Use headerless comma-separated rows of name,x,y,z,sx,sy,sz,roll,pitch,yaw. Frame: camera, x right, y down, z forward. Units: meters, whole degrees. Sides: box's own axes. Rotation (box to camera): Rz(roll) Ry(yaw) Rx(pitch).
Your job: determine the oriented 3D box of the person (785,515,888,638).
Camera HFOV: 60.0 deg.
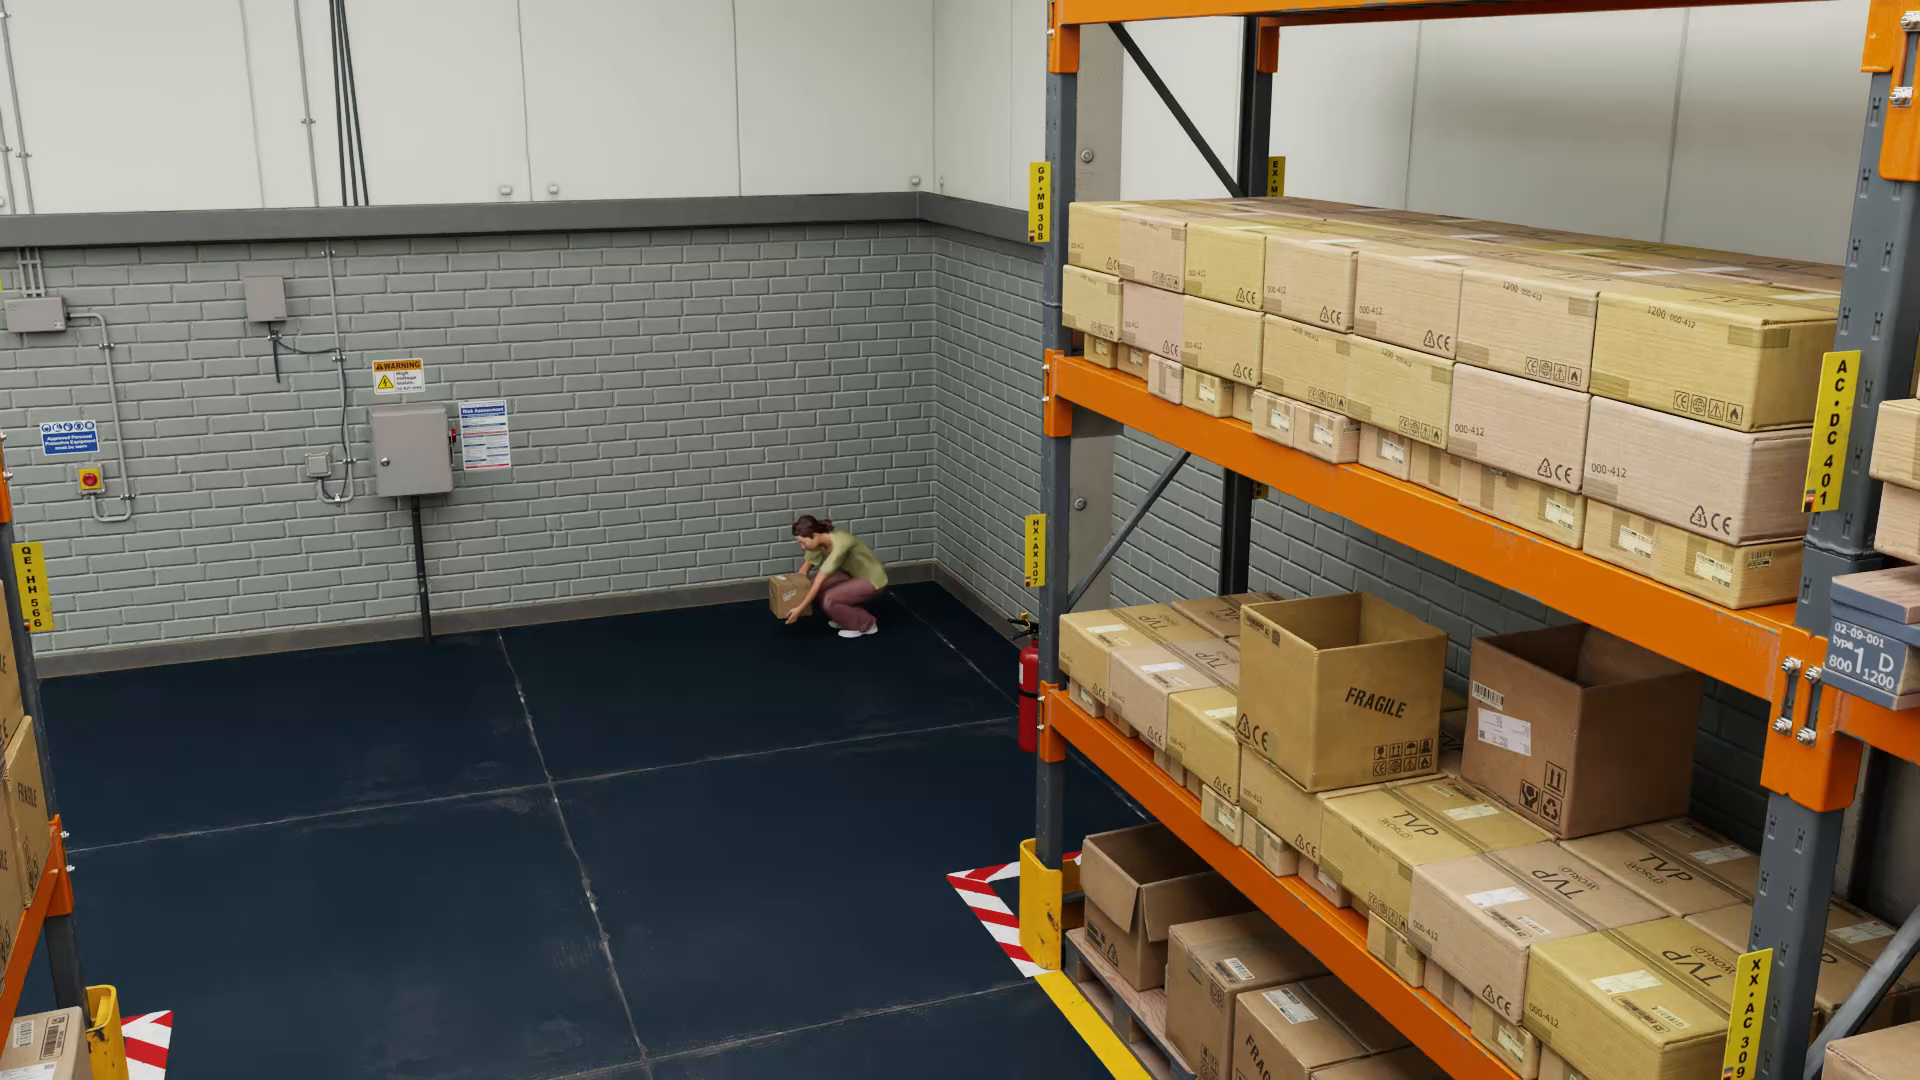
person,-0.919,0.239,12.069,0.803,0.931,0.479,-6,17,-20
